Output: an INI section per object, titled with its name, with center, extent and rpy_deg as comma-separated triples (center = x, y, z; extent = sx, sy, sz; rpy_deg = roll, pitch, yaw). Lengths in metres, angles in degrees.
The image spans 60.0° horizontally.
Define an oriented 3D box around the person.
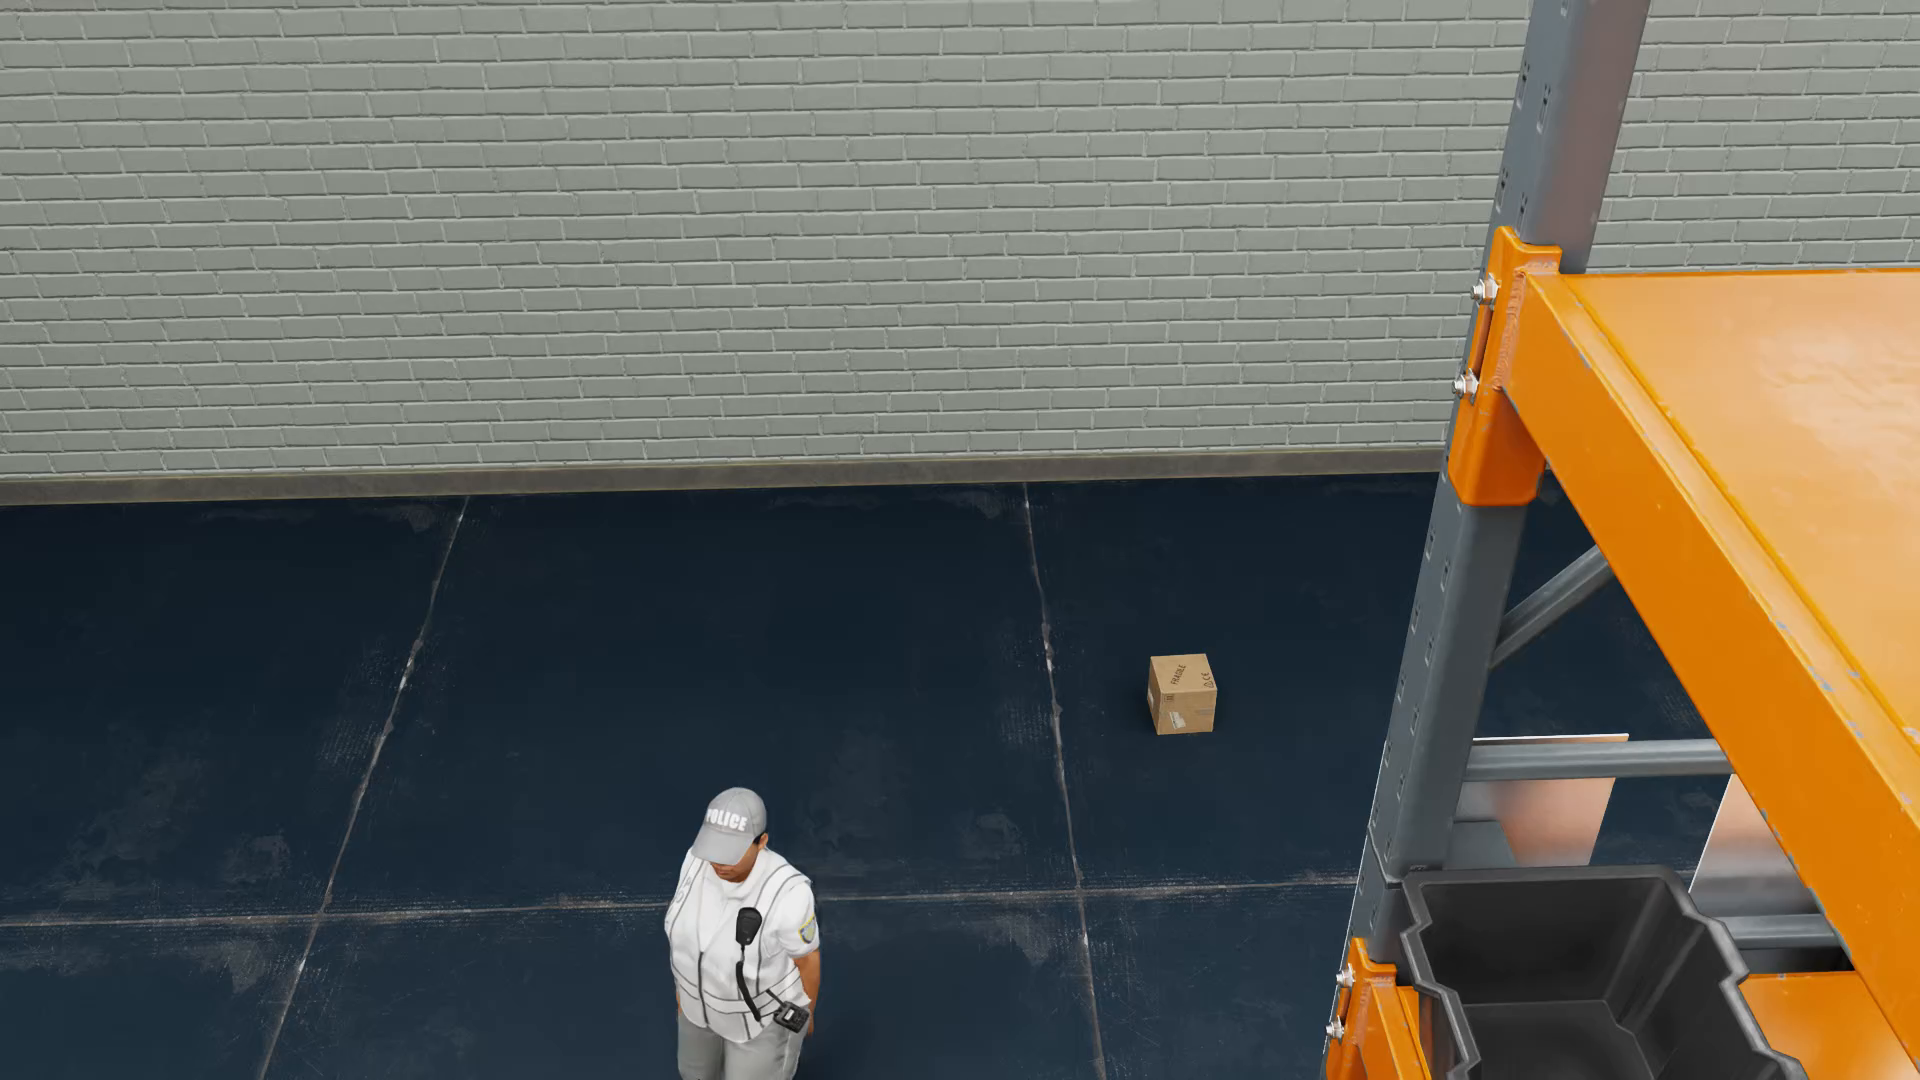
[person]
center = -0.646, 1.406, 5.191
extent = 0.479, 1.639, 0.699
rpy_deg = 21, 41, 27
